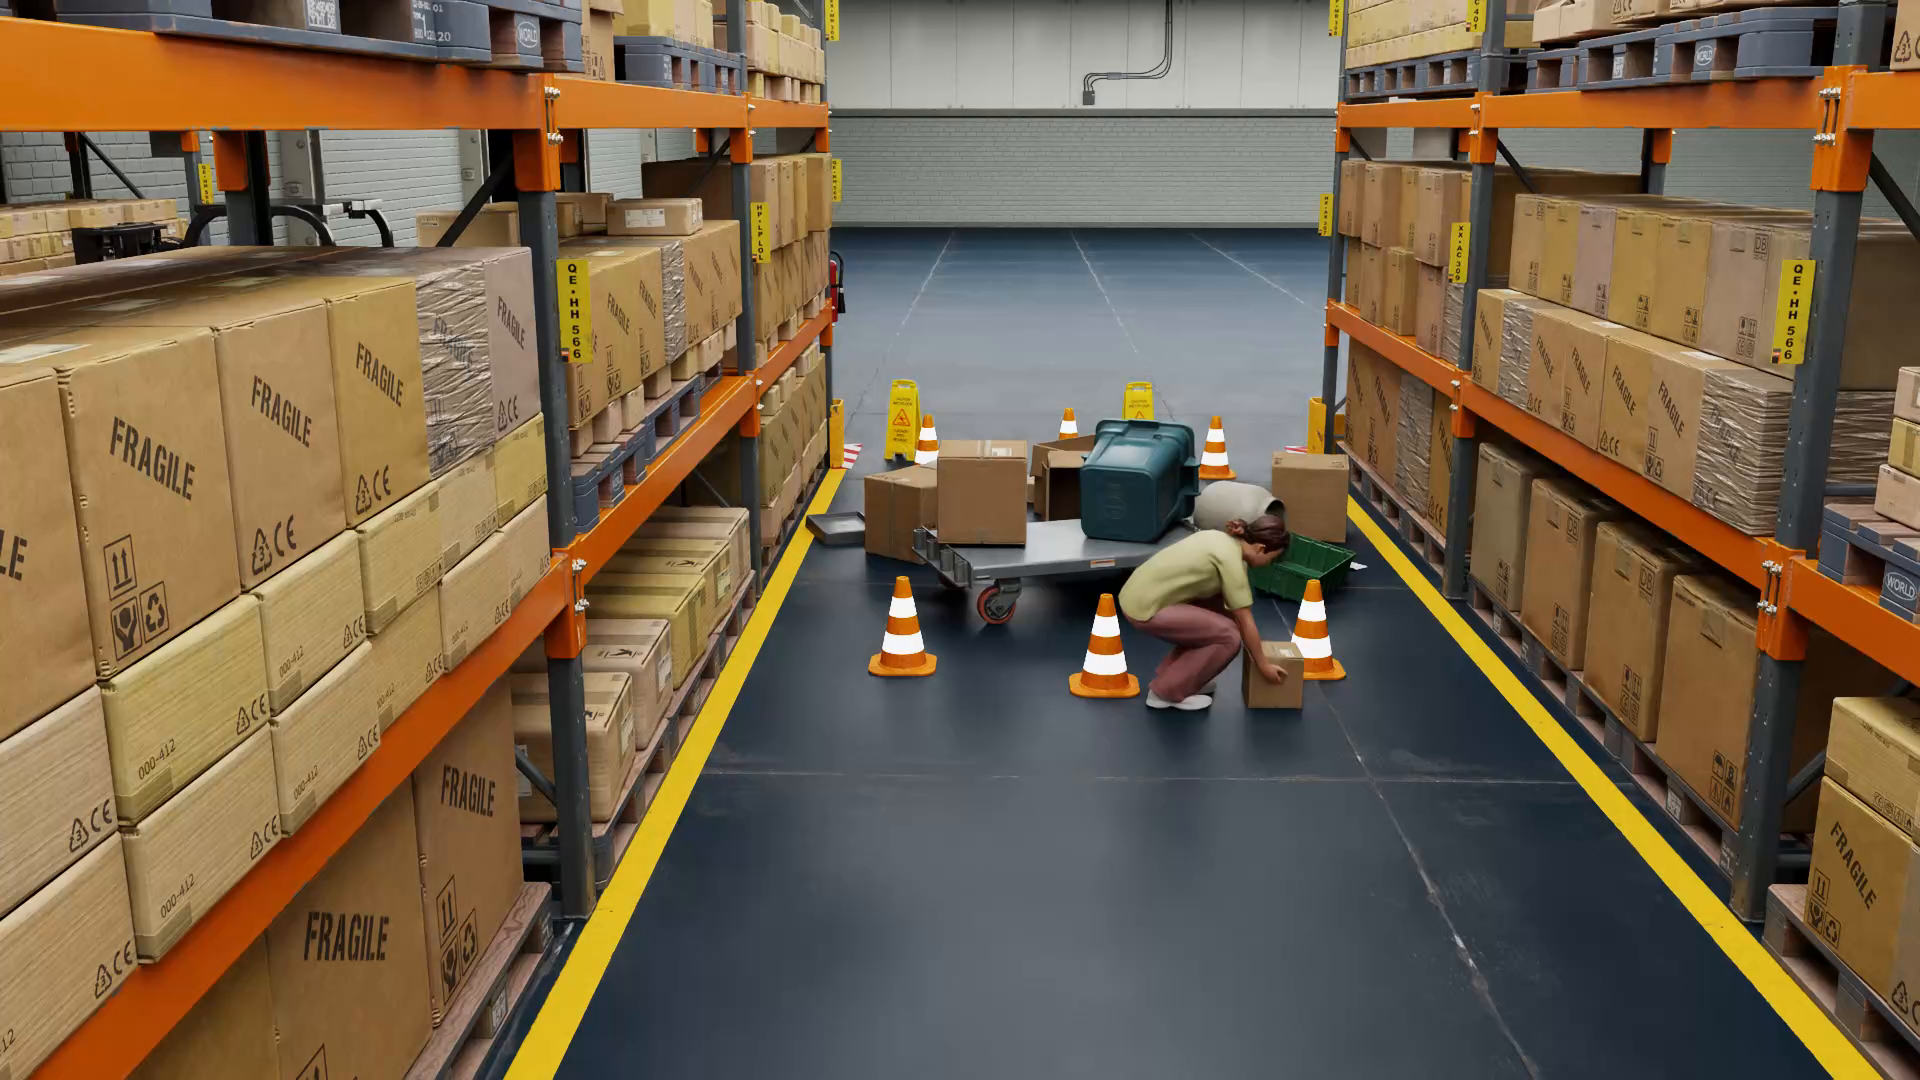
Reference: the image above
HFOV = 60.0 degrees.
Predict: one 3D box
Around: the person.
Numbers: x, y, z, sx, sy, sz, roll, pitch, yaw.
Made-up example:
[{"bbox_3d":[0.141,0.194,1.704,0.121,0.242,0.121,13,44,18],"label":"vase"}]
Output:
[{"bbox_3d":[1.144,0.324,7.834,0.798,0.890,0.489,0,14,1],"label":"person"}]
